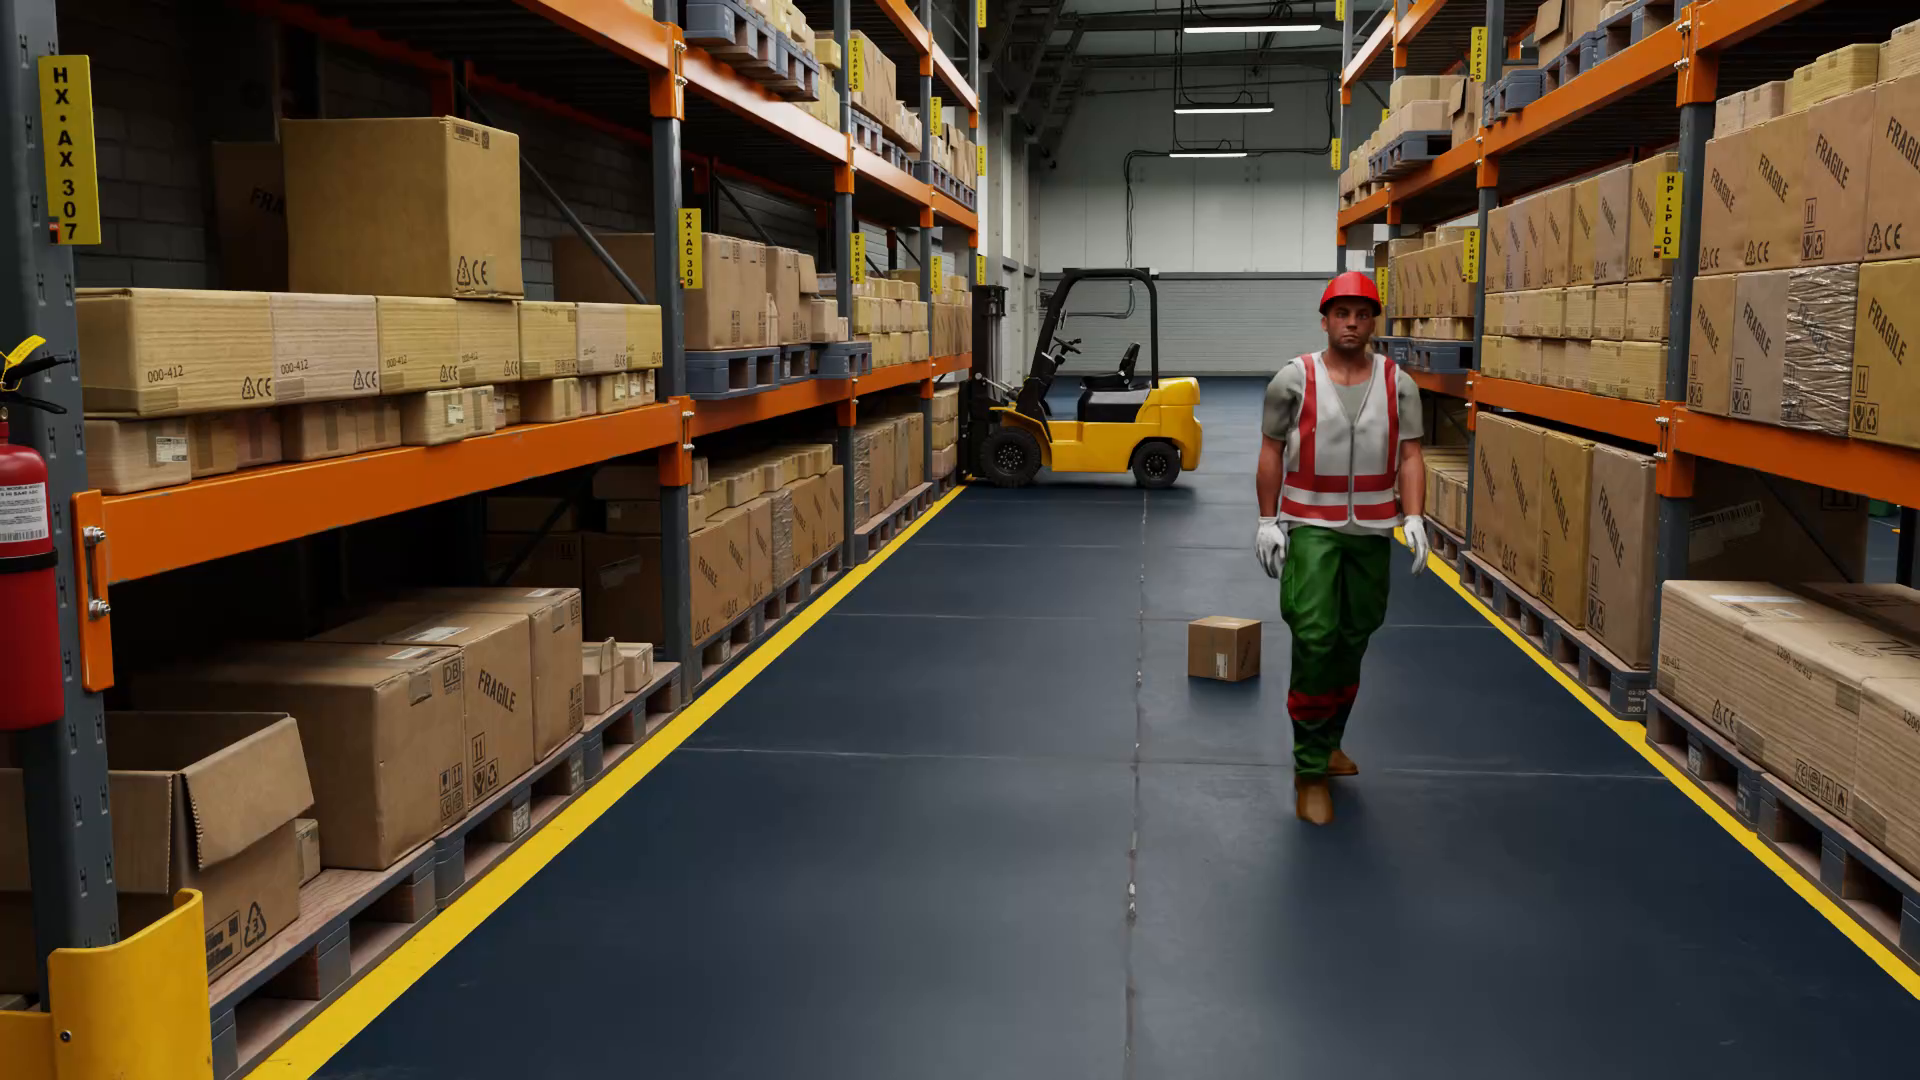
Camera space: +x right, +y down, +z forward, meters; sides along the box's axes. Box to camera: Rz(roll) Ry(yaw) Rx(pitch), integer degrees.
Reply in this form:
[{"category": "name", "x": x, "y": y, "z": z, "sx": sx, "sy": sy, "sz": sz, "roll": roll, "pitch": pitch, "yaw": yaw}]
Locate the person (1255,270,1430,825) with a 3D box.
[{"category": "person", "x": 1.306, "y": 0.012, "z": 5.660, "sx": 0.545, "sy": 1.841, "sz": 0.666, "roll": 0, "pitch": 8, "yaw": -3}]
